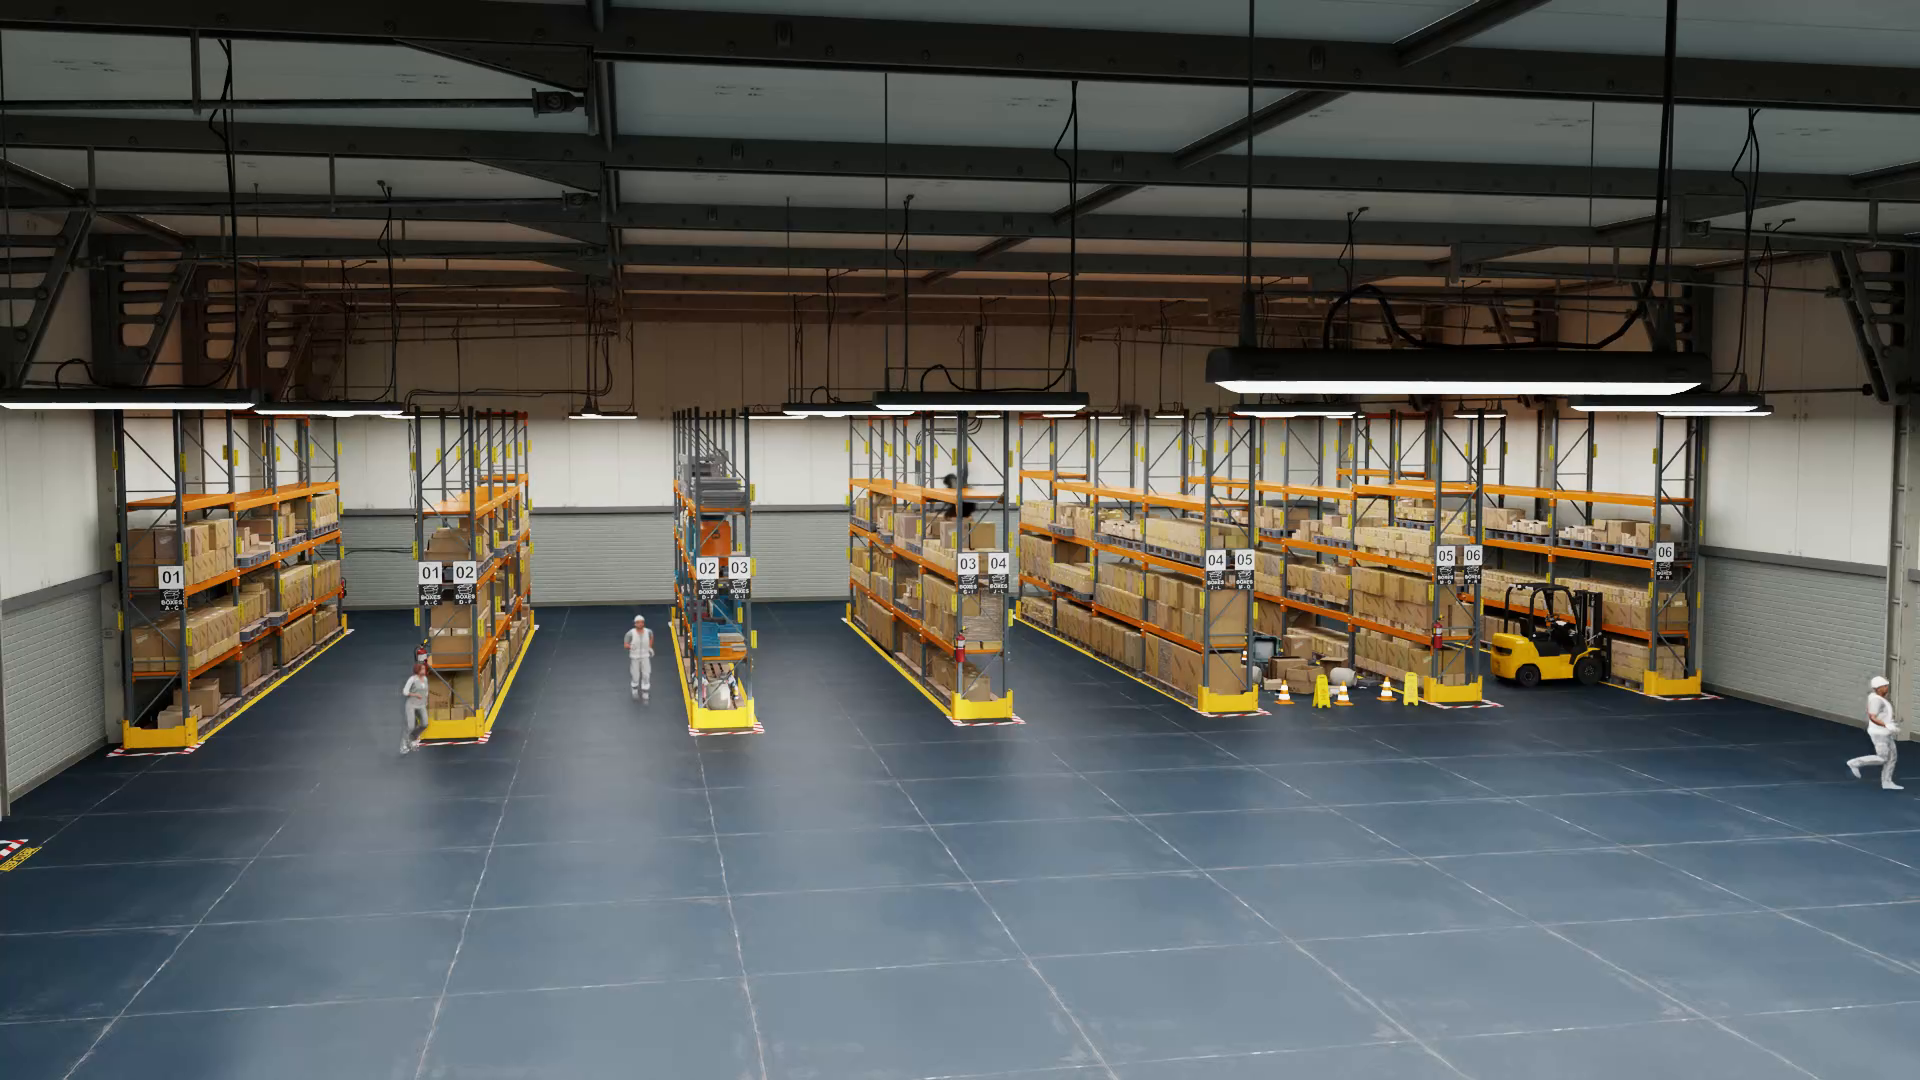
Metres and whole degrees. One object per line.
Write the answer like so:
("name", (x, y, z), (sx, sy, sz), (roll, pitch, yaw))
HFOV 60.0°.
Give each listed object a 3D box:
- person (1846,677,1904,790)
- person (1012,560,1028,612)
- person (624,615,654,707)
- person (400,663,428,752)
("person", (14.308, 3.004, 25.934), (0.808, 1.752, 0.678), (3, 5, 32))
("person", (1.786, 1.375, 49.883), (0.537, 1.595, 0.849), (-1, 4, -9))
("person", (-6.513, 2.426, 33.763), (0.613, 1.823, 0.865), (-1, 4, -18))
("person", (-9.376, 2.909, 28.820), (0.557, 1.512, 0.543), (4, 5, 41))
